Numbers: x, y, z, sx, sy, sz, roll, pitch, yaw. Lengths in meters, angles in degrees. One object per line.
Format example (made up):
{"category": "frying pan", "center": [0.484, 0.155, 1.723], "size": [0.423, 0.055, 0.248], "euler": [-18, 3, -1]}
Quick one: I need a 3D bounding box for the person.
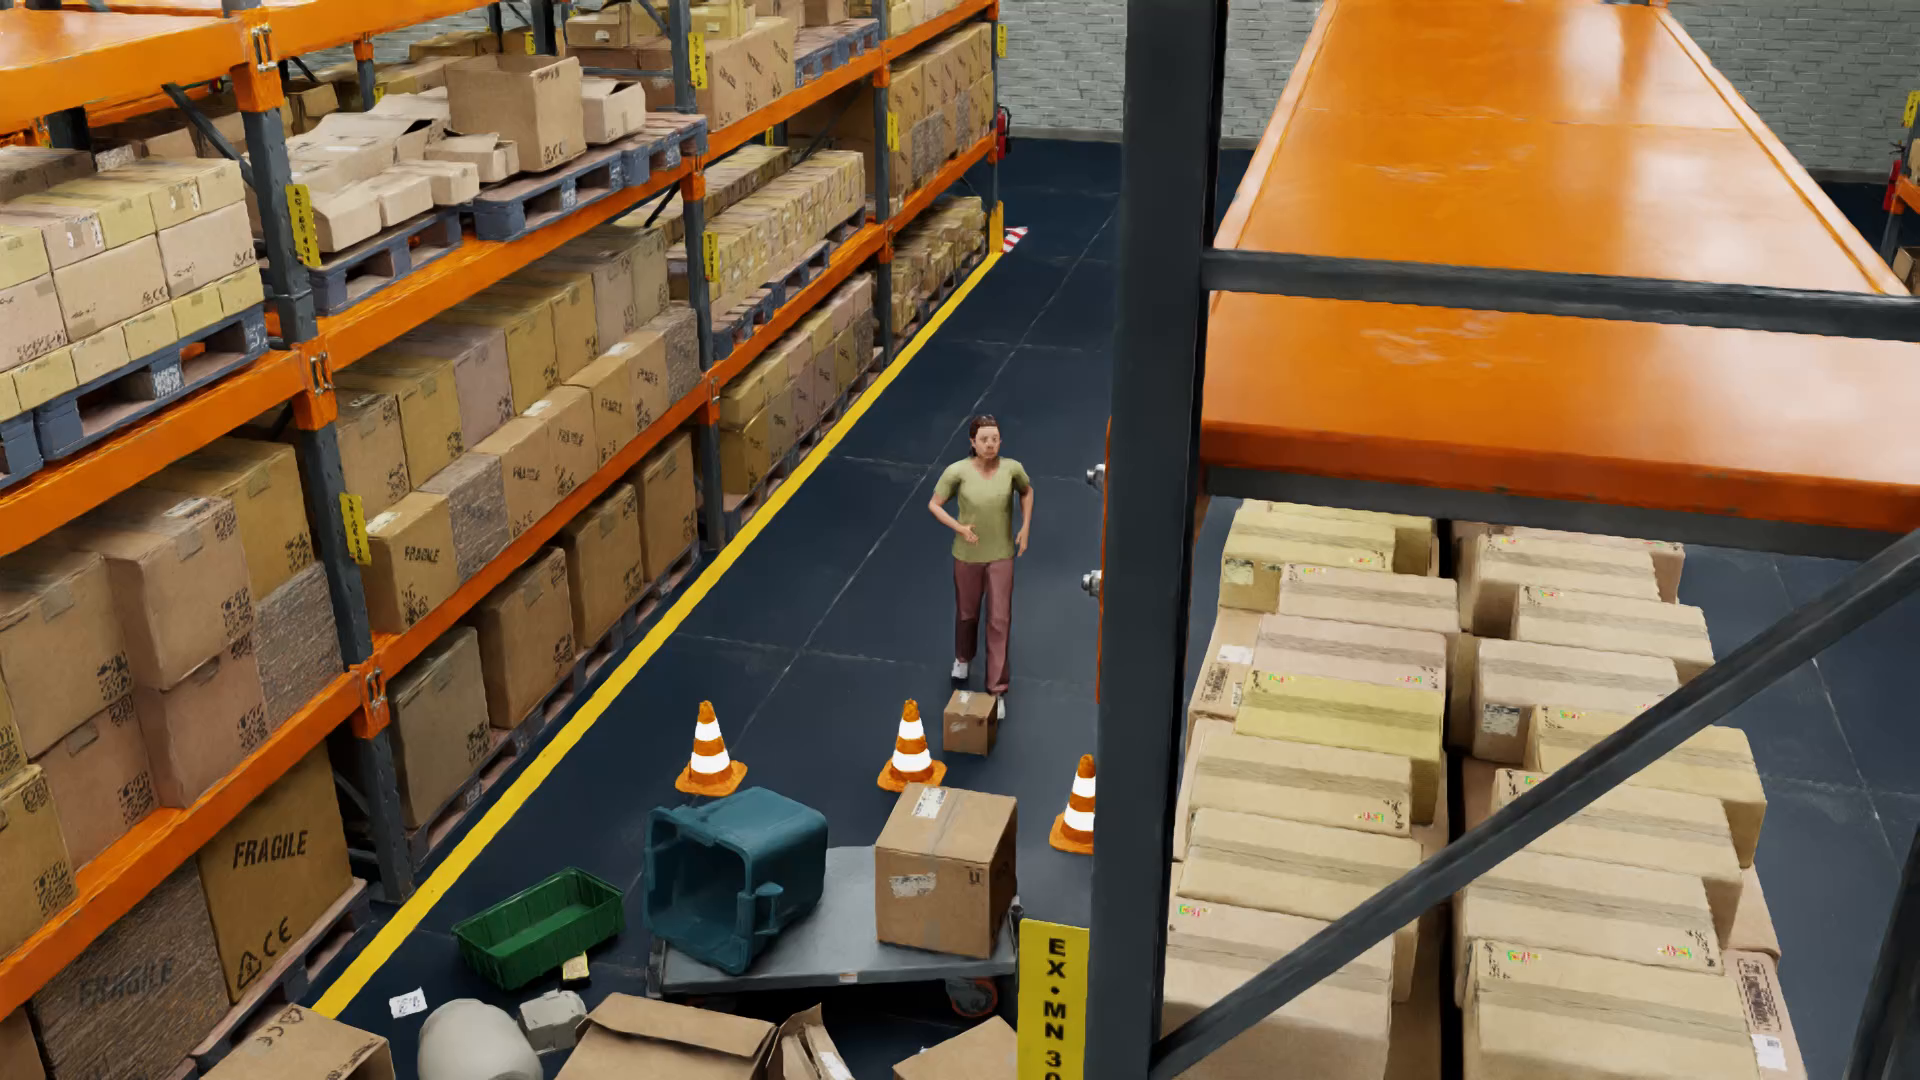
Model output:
{"category": "person", "center": [0.149, 0.133, 9.402], "size": [0.620, 1.640, 0.761], "euler": [-3, 26, -6]}
